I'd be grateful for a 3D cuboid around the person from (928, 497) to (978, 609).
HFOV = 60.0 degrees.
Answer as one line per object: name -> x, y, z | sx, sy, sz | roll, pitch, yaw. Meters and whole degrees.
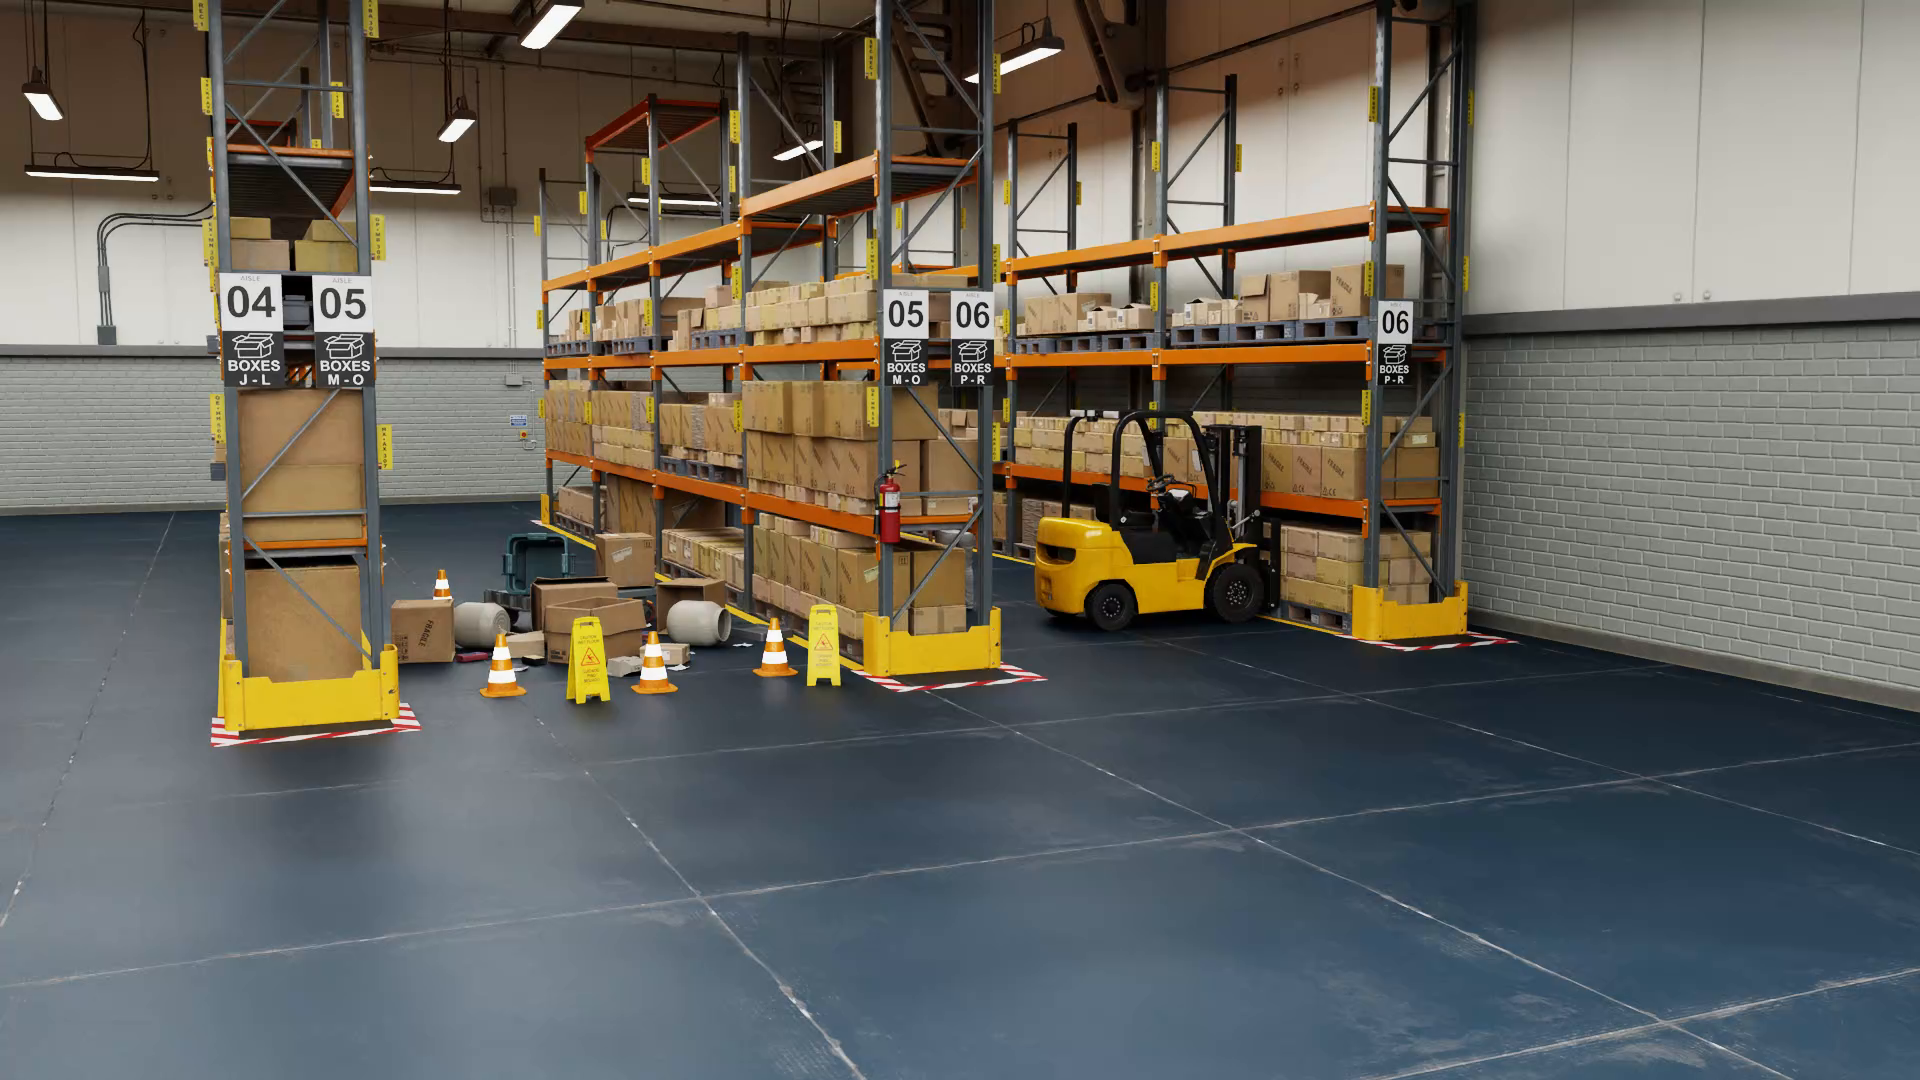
person -> -0.084, -0.074, 17.651 | 0.598, 1.670, 0.526 | -3, 6, -25
